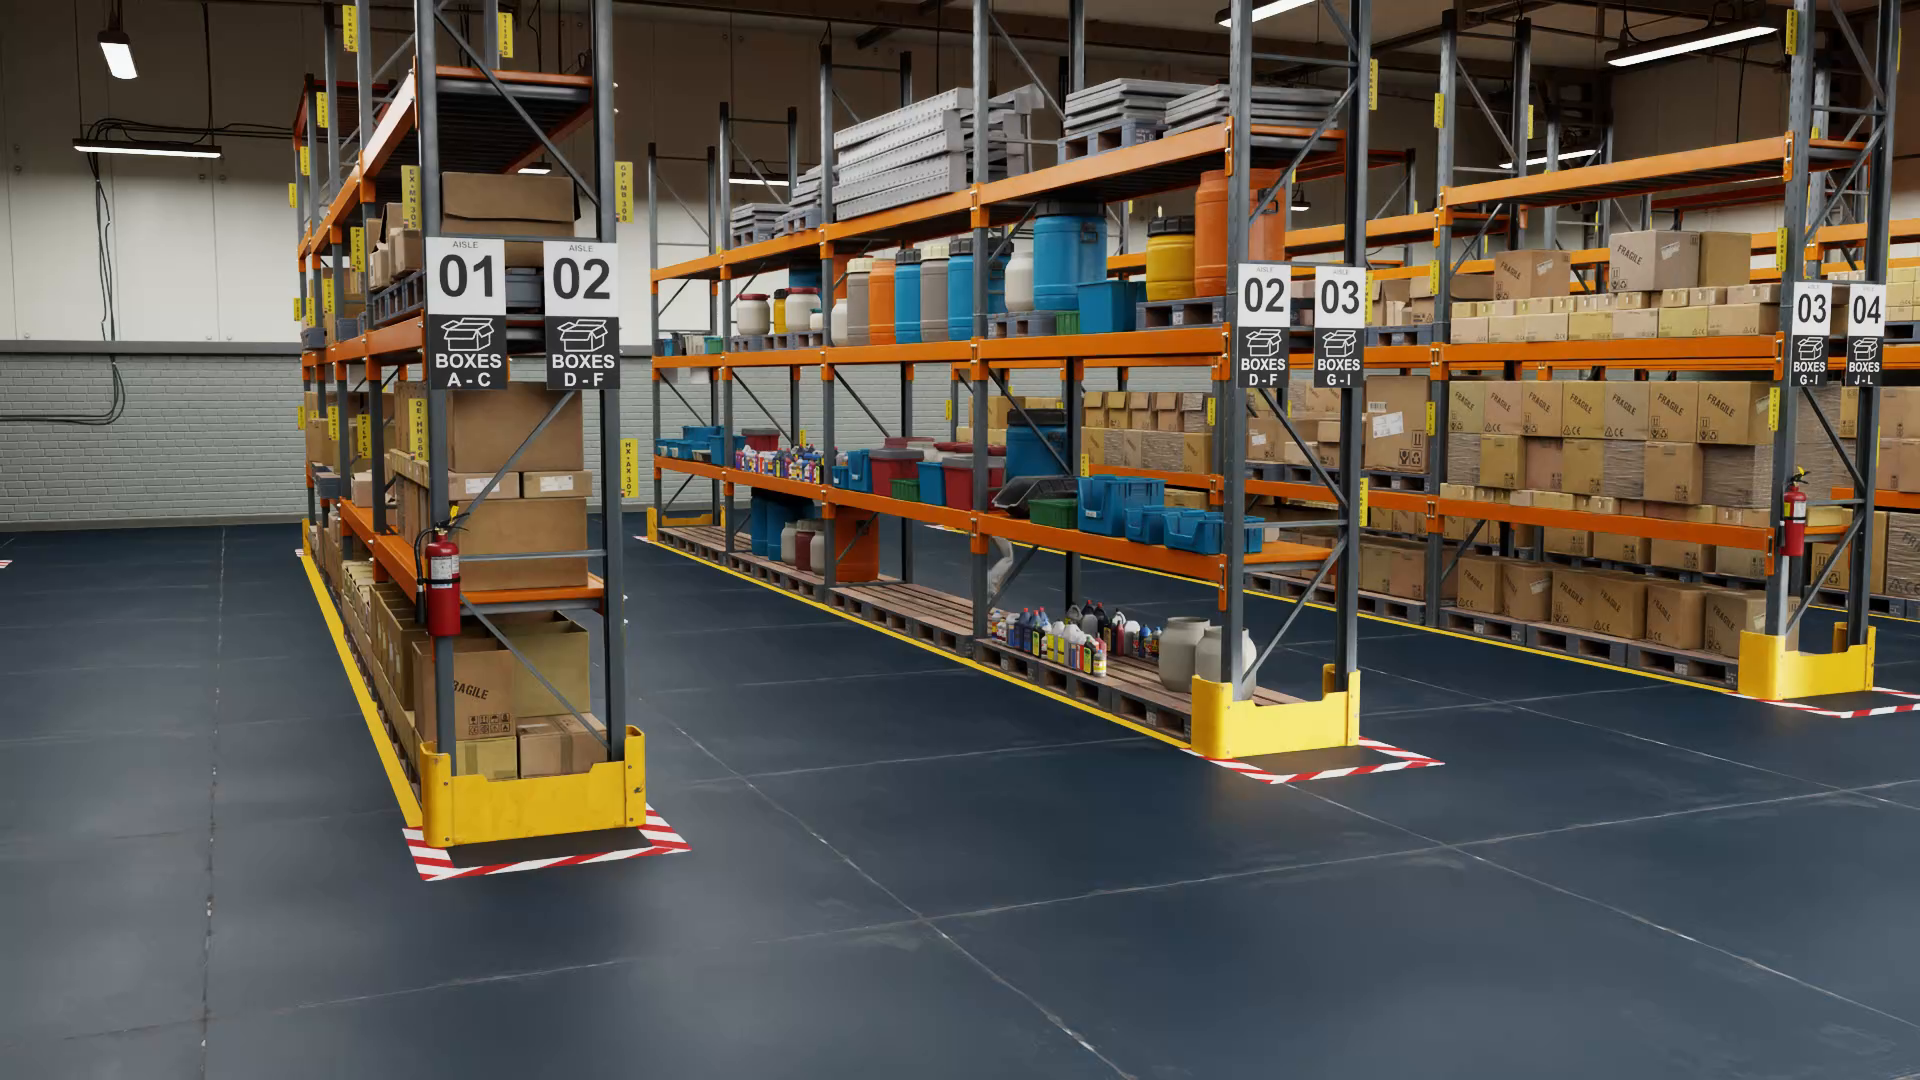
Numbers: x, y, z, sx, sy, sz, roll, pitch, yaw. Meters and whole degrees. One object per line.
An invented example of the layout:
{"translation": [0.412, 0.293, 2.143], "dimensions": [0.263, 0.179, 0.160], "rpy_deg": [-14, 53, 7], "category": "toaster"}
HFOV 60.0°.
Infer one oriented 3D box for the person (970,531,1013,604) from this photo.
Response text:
{"translation": [0.308, -0.119, 18.084], "dimensions": [0.631, 1.664, 0.471], "rpy_deg": [5, 7, 39], "category": "person"}
